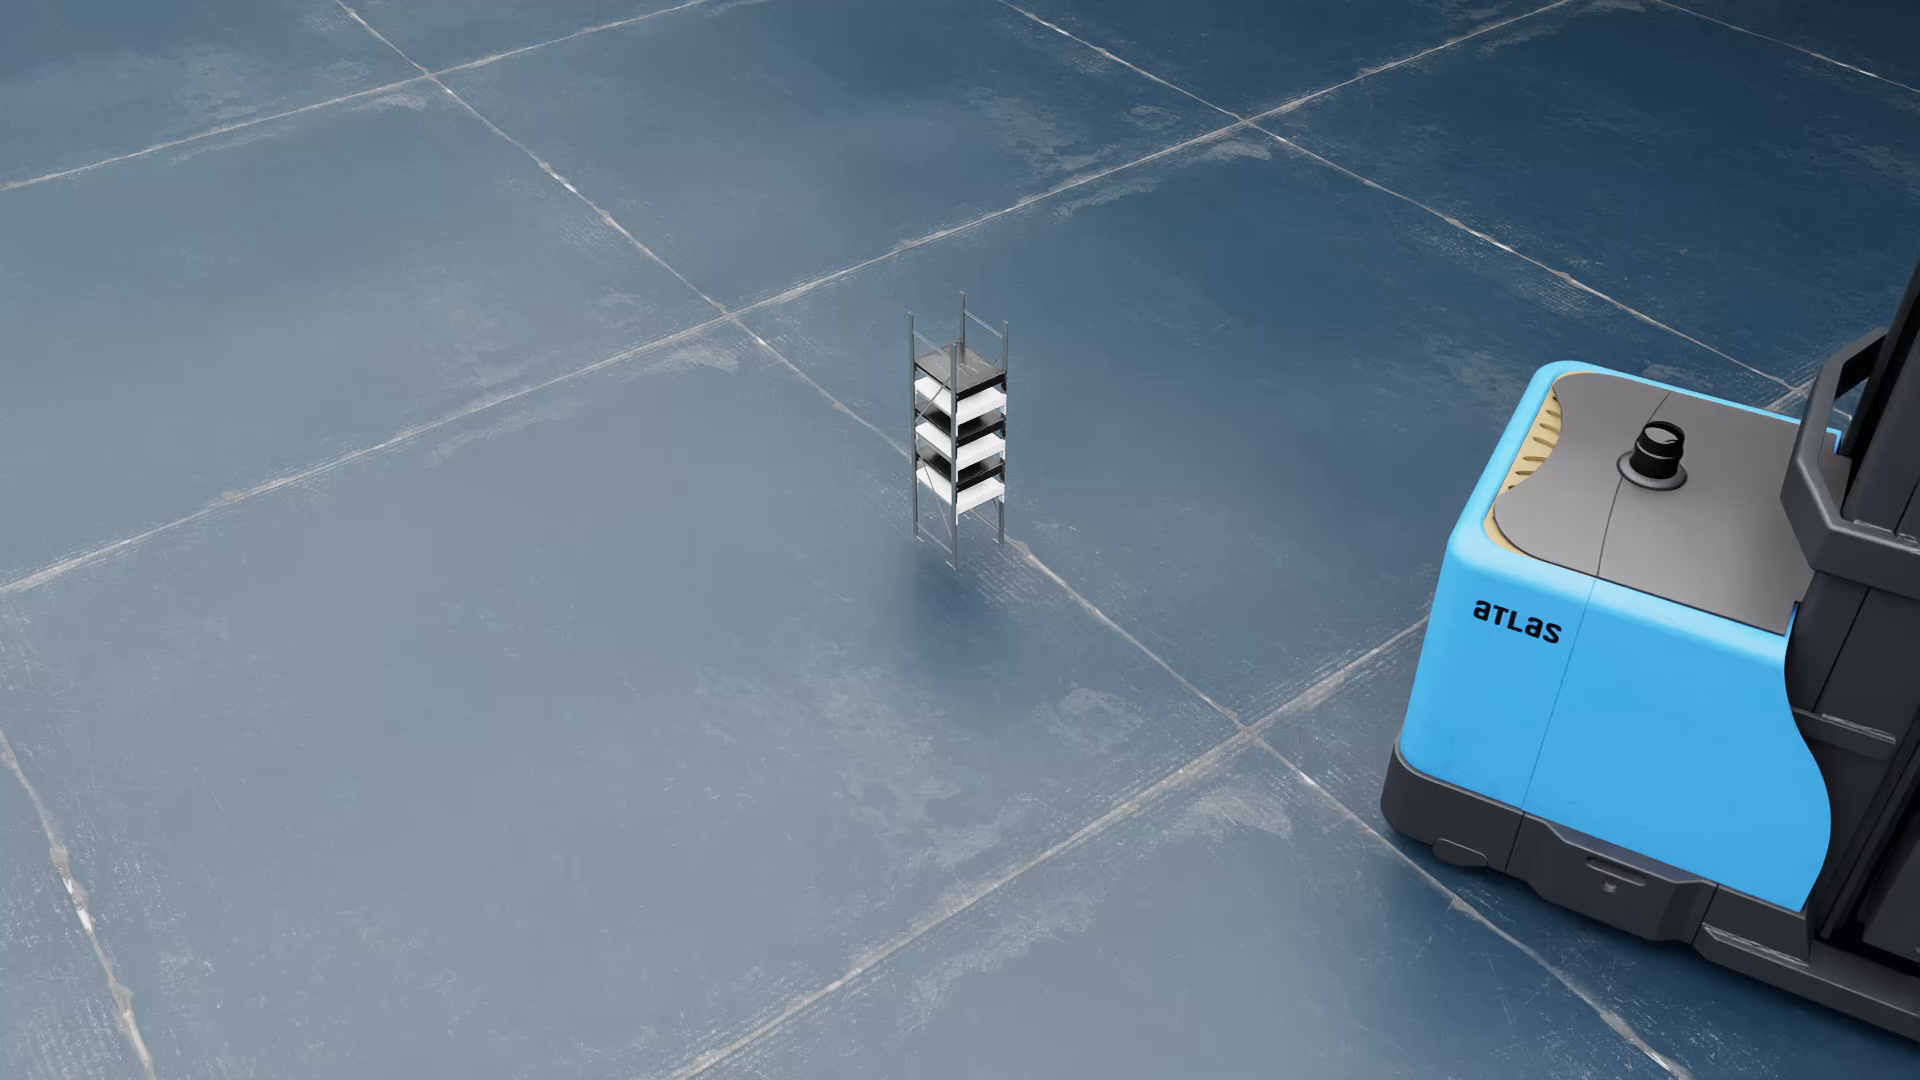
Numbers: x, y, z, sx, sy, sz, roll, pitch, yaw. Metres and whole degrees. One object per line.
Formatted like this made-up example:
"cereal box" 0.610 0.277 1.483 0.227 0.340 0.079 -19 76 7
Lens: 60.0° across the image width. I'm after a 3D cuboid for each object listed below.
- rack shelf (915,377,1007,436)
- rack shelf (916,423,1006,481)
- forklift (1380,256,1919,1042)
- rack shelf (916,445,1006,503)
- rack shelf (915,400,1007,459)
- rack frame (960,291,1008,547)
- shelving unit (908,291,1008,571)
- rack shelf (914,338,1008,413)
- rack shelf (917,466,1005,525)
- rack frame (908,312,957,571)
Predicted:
"rack shelf" -0.006 -0.458 5.368 0.200 0.077 0.258 -26 46 -28
"rack shelf" -0.006 -0.319 5.482 0.200 0.077 0.258 -26 46 -28
"forklift" 2.731 -0.109 3.572 3.031 2.935 1.130 19 43 22
"rack shelf" -0.006 -0.249 5.539 0.200 0.077 0.258 -26 46 -28
"rack shelf" -0.006 -0.389 5.425 0.200 0.077 0.258 -26 46 -28
"rack frame" 0.074 -0.384 5.509 0.006 0.900 0.240 -26 46 -28
"shelving unit" -0.006 -0.345 5.461 0.210 0.900 0.258 -26 46 -28
"rack shelf" -0.006 -0.528 5.311 0.200 0.077 0.258 -26 46 -28
"rack shelf" -0.006 -0.180 5.596 0.200 0.077 0.258 -26 46 -28
"rack frame" -0.087 -0.305 5.413 0.006 0.900 0.240 -26 46 -28
